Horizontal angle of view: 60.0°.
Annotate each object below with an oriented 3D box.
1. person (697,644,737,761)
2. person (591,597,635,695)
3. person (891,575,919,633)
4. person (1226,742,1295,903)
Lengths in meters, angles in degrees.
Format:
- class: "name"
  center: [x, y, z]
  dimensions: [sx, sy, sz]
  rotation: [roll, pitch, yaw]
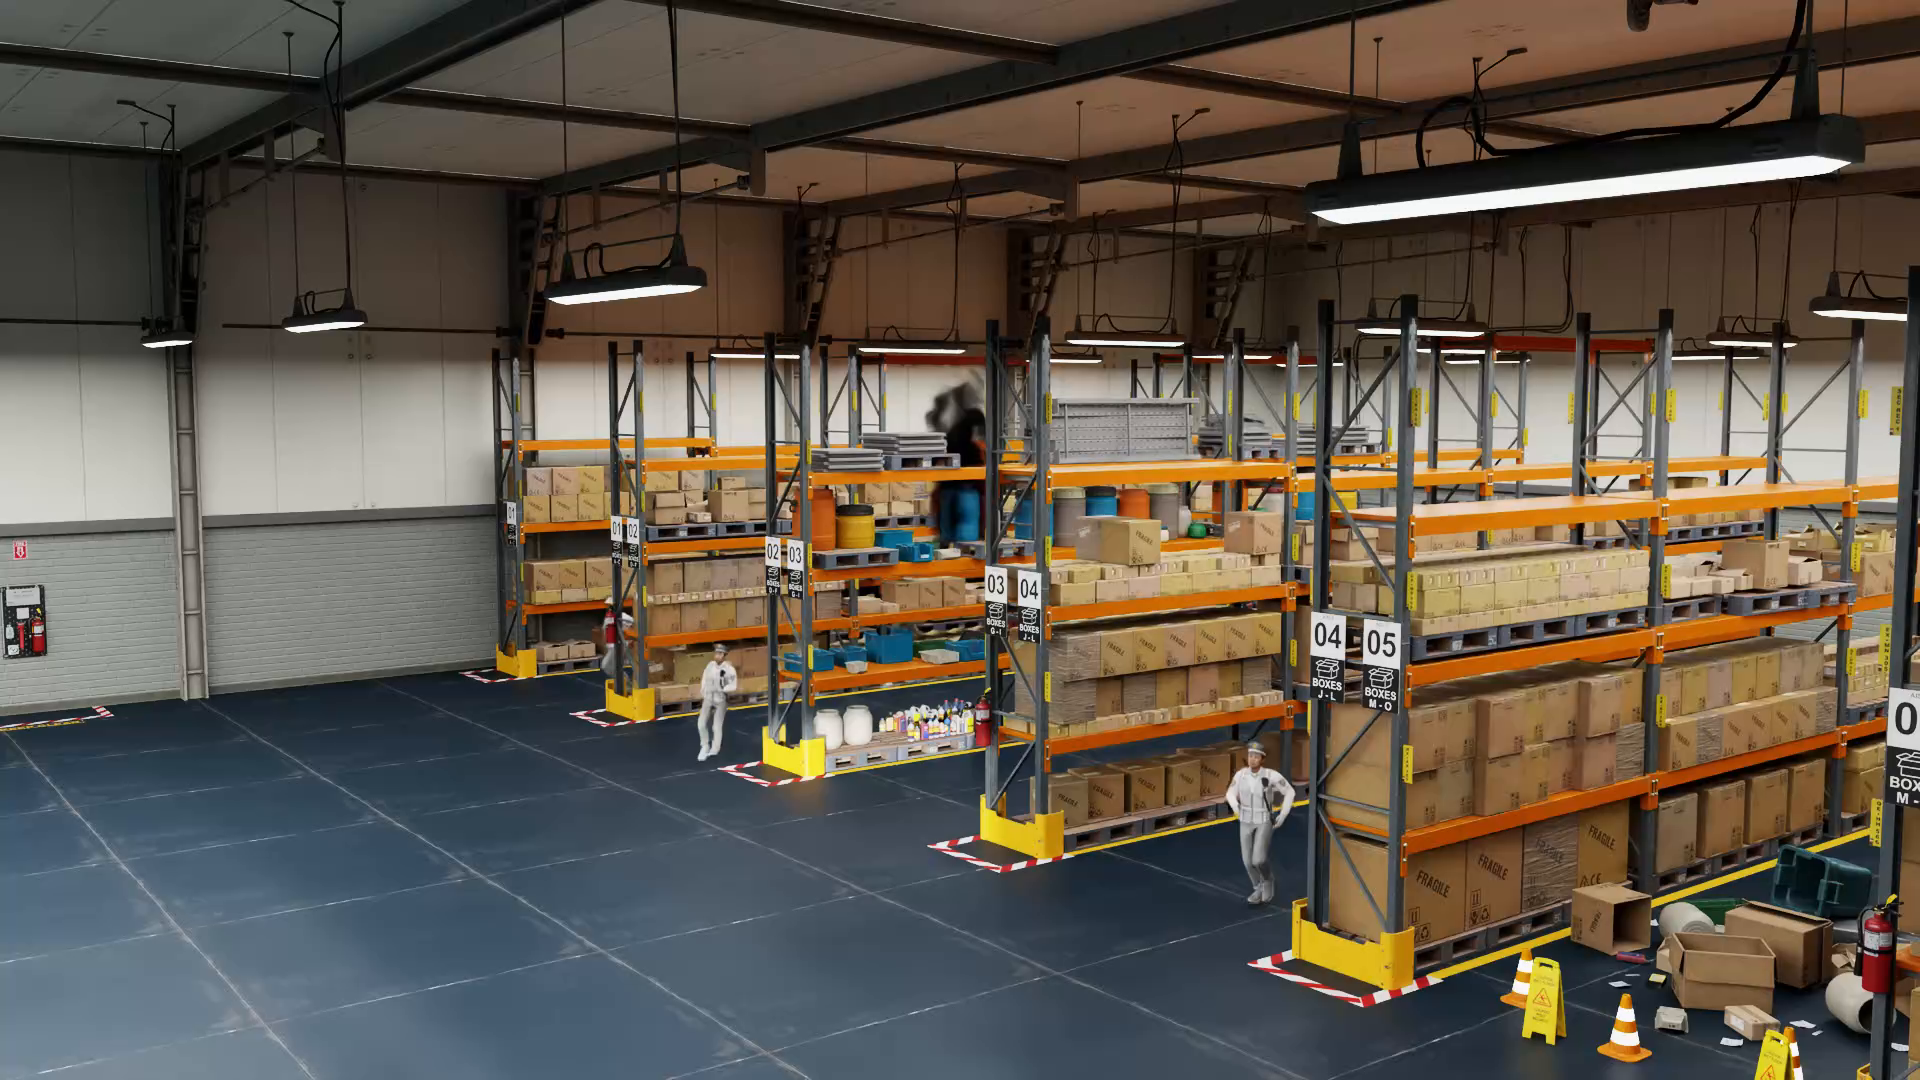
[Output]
- class: "person"
  center: [-3.396, 2.291, 23.453]
  dimensions: [0.602, 1.716, 0.618]
  rotation: [1, 5, 14]
- class: "person"
  center: [-5.866, 1.813, 28.278]
  dimensions: [0.728, 1.712, 0.696]
  rotation: [-4, 6, -38]
- class: "person"
  center: [-1.058, 1.395, 33.028]
  dimensions: [0.794, 1.856, 0.629]
  rotation: [-5, 7, -42]
- class: "person"
  center: [2.974, 2.855, 16.723]
  dimensions: [0.671, 1.668, 0.562]
  rotation: [3, 6, 31]
